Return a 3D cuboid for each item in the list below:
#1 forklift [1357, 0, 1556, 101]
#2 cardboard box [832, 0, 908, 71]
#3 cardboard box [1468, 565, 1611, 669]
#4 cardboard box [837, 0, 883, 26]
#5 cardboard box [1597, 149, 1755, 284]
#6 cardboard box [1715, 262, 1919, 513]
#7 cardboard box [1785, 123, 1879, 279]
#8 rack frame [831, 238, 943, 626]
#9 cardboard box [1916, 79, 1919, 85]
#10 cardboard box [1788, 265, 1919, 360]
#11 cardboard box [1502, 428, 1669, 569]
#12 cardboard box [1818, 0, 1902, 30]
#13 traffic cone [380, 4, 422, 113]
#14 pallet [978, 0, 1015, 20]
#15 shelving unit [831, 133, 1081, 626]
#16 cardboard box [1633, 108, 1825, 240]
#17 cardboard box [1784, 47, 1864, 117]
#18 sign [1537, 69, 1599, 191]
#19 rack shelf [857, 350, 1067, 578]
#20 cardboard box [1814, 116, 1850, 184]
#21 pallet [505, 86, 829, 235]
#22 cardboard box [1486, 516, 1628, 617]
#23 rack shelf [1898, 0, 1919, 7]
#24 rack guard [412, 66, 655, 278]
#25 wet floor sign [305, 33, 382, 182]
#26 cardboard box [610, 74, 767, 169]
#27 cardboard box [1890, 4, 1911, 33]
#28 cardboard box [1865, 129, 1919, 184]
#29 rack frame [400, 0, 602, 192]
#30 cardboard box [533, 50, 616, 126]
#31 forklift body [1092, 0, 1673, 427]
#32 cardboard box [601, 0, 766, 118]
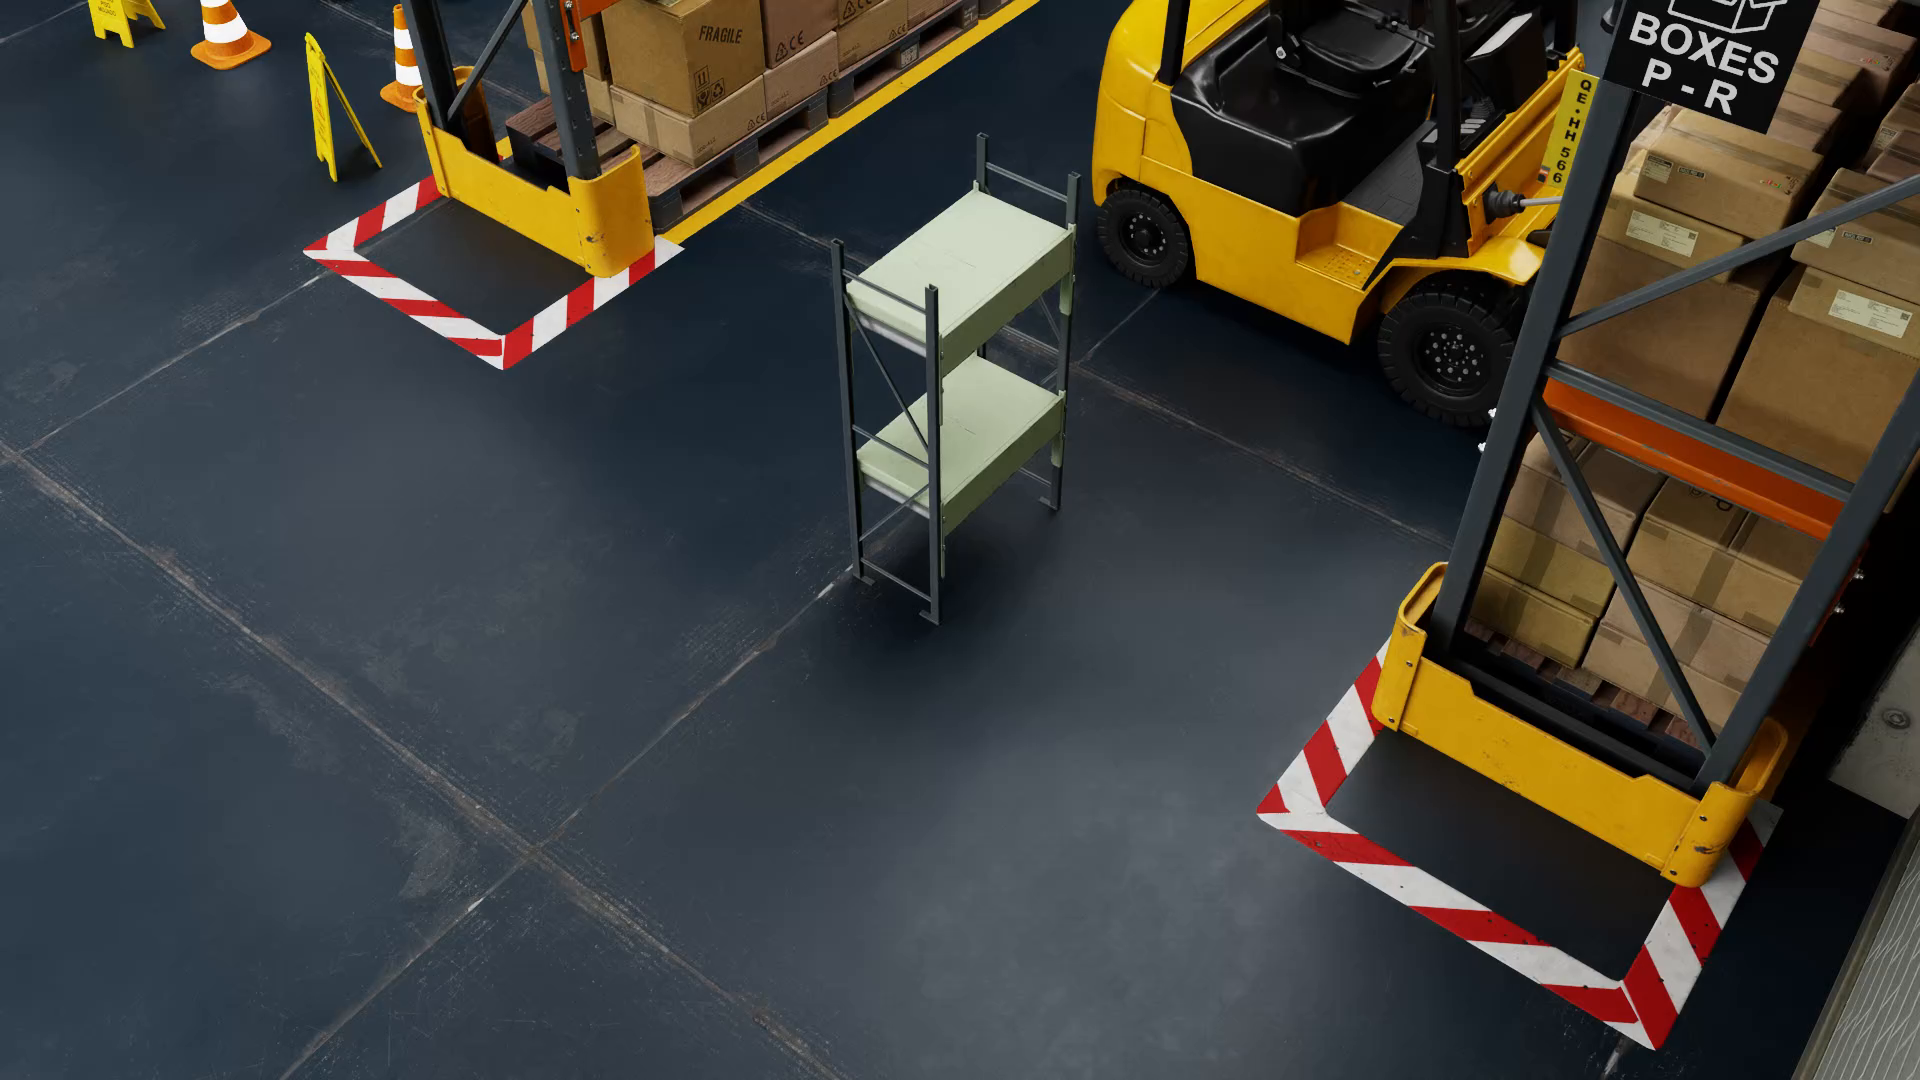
[{"bbox_3d":[2.228,-3.580,7.643,1.130,2.935,3.031,29,53,25],"label":"forklift"},{"bbox_3d":[-0.613,-2.631,8.300,0.500,0.250,0.500,33,54,27],"label":"cardboard box"},{"bbox_3d":[2.001,0.099,5.692,0.500,0.250,0.500,30,53,25],"label":"cardboard box"},{"bbox_3d":[-0.611,-2.881,8.021,0.500,0.500,0.500,30,53,26],"label":"cardboard box"},{"bbox_3d":[1.954,-0.878,4.497,0.380,0.149,0.250,30,53,25],"label":"cardboard box"},{"bbox_3d":[2.486,-0.492,4.577,0.500,0.500,0.500,31,54,26],"label":"cardboard box"},{"bbox_3d":[2.381,-1.022,5.083,0.500,0.500,0.500,31,54,26],"label":"cardboard box"},{"bbox_3d":[-0.228,-0.305,5.504,0.400,1.500,0.023,29,53,25],"label":"rack frame"},{"bbox_3d":[2.838,-1.183,4.583,0.380,0.149,0.250,29,53,25],"label":"cardboard box"},{"bbox_3d":[2.376,-0.635,4.265,0.380,0.149,0.250,28,52,24],"label":"cardboard box"},{"bbox_3d":[1.998,-0.239,5.324,0.500,0.250,0.500,31,54,26],"label":"cardboard box"},{"bbox_3d":[2.563,-1.581,4.962,0.380,0.149,0.250,30,53,26],"label":"cardboard box"},{"bbox_3d":[-2.725,-2.429,8.251,0.336,0.463,0.334,29,53,25],"label":"traffic cone"},{"bbox_3d":[0.096,-3.415,9.366,1.003,0.211,1.213,29,53,25],"label":"pallet"},{"bbox_3d":[-0.004,-0.514,5.704,0.431,1.500,0.755,29,53,25],"label":"shelving unit"},{"bbox_3d":[2.016,-0.957,4.366,0.380,0.149,0.250,29,53,25],"label":"cardboard box"},{"bbox_3d":[2.280,-1.273,4.668,0.380,0.149,0.250,30,53,26],"label":"cardboard box"},{"bbox_3d":[1.543,-1.027,4.192,0.100,0.325,0.005,29,53,25],"label":"sign"},{"bbox_3d":[-0.004,-0.289,5.940,0.431,0.370,0.720,29,53,25],"label":"rack shelf"},{"bbox_3d":[2.294,-1.159,4.765,0.380,0.149,0.250,30,53,26],"label":"cardboard box"},{"bbox_3d":[-1.396,-2.019,8.033,1.003,0.211,1.213,29,53,25],"label":"pallet"},{"bbox_3d":[2.014,-0.082,5.519,0.500,0.250,0.500,29,53,25],"label":"cardboard box"},{"bbox_3d":[3.186,-2.229,4.728,1.077,0.370,4.000,29,53,25],"label":"rack shelf"},{"bbox_3d":[-1.920,-1.669,7.499,1.175,0.500,0.348,29,53,25],"label":"rack guard"},{"bbox_3d":[-2.930,-2.041,7.753,0.232,0.644,0.267,-25,51,-22],"label":"wet floor sign"},{"bbox_3d":[-1.255,-2.024,7.720,0.500,0.250,0.500,29,53,25],"label":"cardboard box"},{"bbox_3d":[2.719,-1.623,5.208,0.380,0.149,0.250,30,53,25],"label":"cardboard box"},{"bbox_3d":[2.550,-0.881,4.293,0.380,0.149,0.250,31,54,26],"label":"cardboard box"},{"bbox_3d":[-1.967,-2.489,6.554,1.000,3.000,0.127,29,53,25],"label":"rack frame"},{"bbox_3d":[-1.671,-2.280,7.965,0.500,0.250,0.500,29,53,25],"label":"cardboard box"},{"bbox_3d":[1.679,-1.896,6.573,2.313,2.155,1.214,29,53,25],"label":"forklift body"},{"bbox_3d":[-1.241,-2.297,7.462,0.500,0.500,0.500,28,52,24],"label":"cardboard box"}]
